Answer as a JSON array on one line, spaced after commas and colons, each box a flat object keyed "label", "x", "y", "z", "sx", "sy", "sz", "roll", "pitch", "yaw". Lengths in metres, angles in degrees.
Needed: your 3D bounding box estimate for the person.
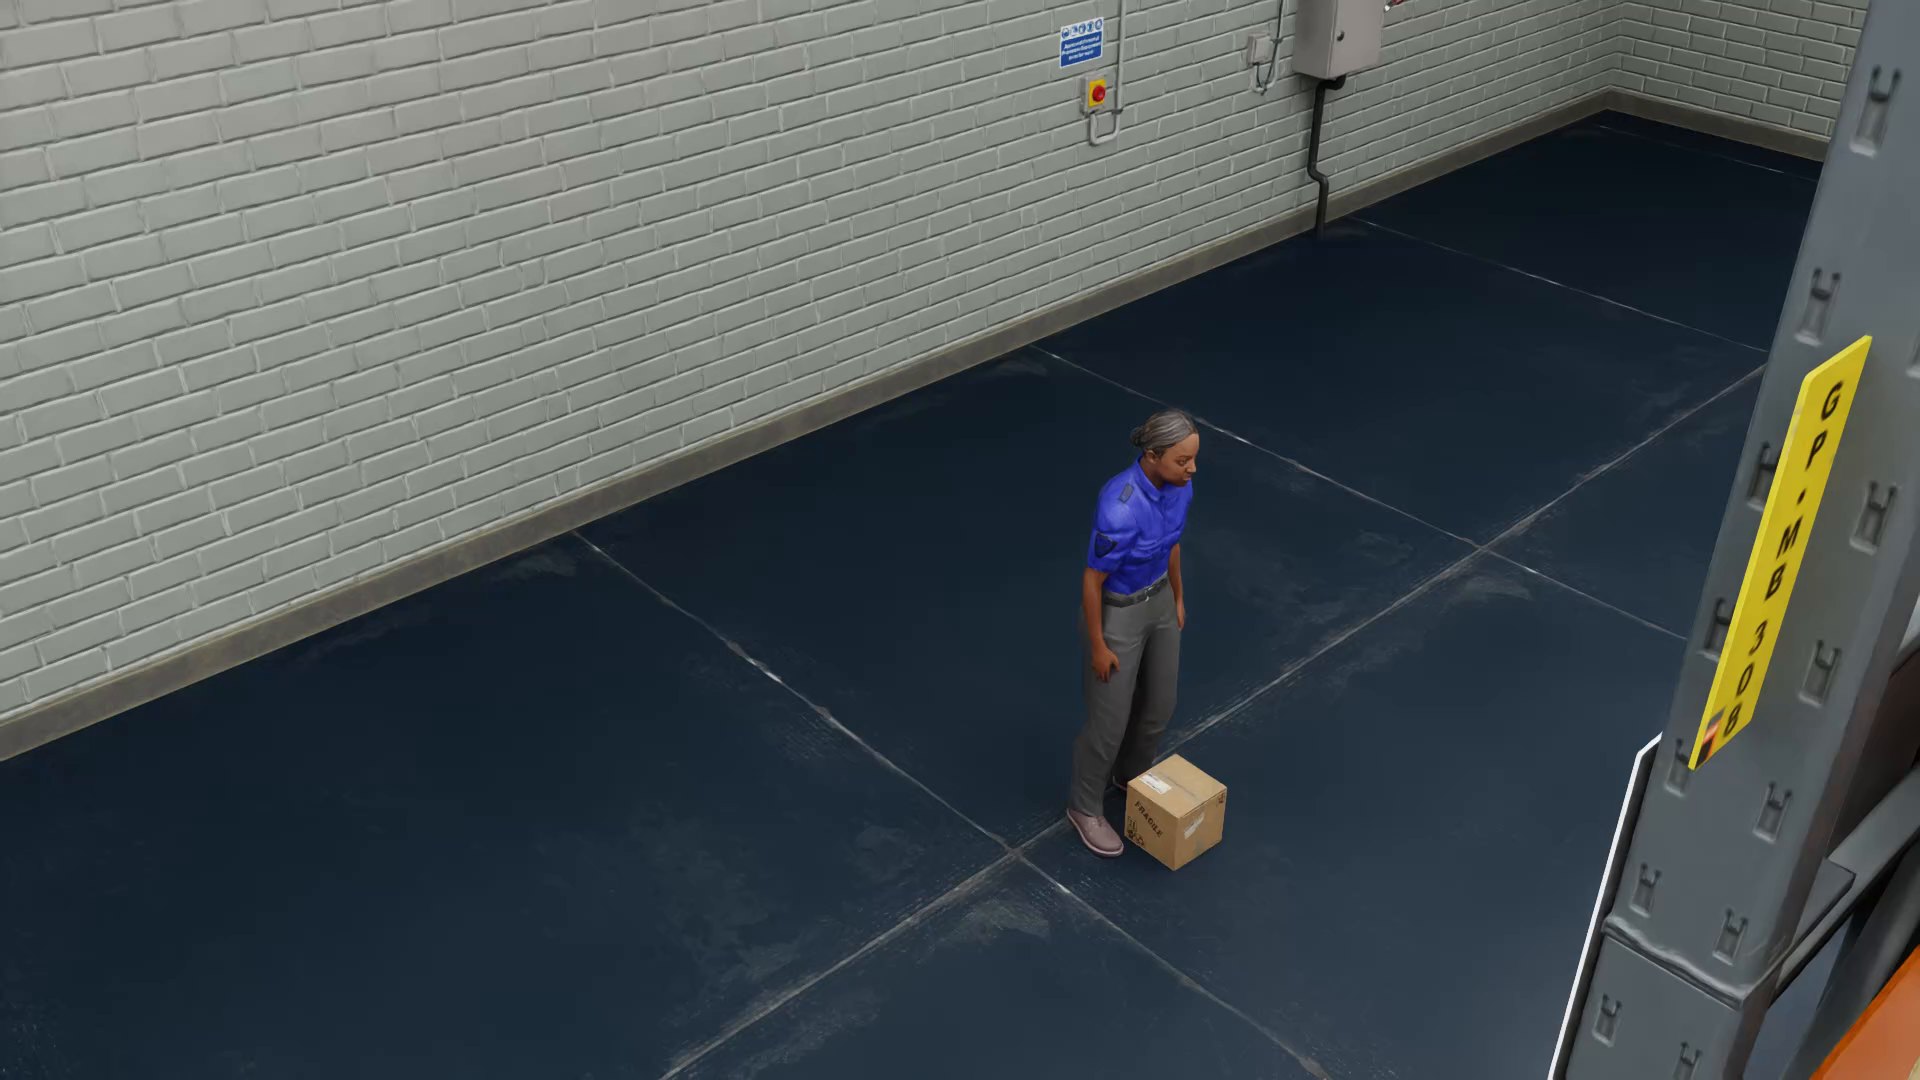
[{"label": "person", "x": 0.597, "y": 0.285, "z": 5.685, "sx": 0.351, "sy": 1.653, "sz": 0.524, "roll": 27, "pitch": 41, "yaw": 36}]
